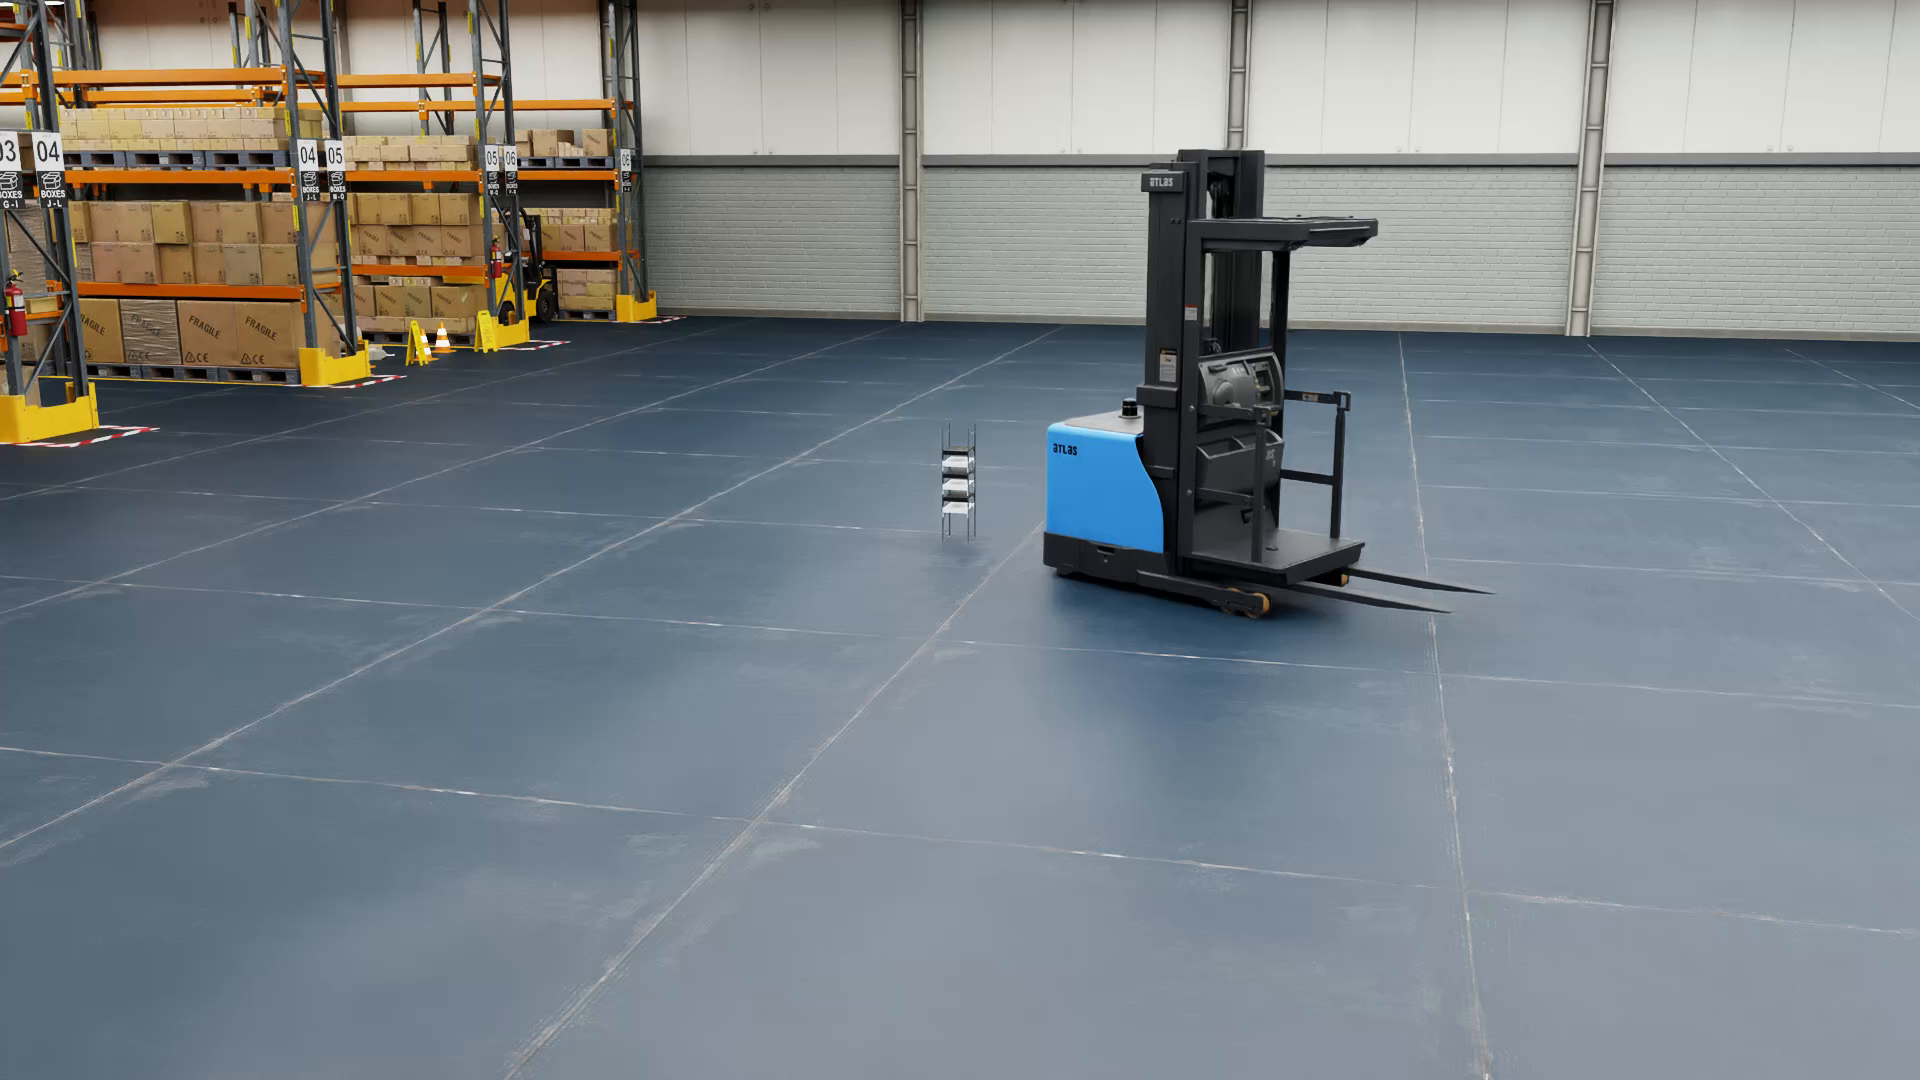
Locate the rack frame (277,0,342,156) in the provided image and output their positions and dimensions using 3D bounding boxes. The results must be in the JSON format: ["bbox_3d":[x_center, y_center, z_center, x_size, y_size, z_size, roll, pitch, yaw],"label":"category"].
[{"bbox_3d":[-8.542,-6.575,21.766,0.127,3.000,1.000,3,13,14],"label":"rack frame"}]

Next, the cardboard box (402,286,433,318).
[{"bbox_3d":[-8.802,-3.934,27.362,0.500,0.500,0.500,4,13,16],"label":"cardboard box"}]

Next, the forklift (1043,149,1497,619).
[{"bbox_3d":[2.024,-1.056,10.899,3.031,2.935,1.130,11,17,41],"label":"forklift"}]

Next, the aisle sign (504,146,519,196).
[{"bbox_3d":[-7.320,-6.023,27.129,0.004,0.787,0.394,3,13,14],"label":"aisle sign"}]

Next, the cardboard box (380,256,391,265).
[{"bbox_3d":[-9.348,-4.627,27.419,0.250,0.149,0.380,3,13,14],"label":"cardboard box"}]

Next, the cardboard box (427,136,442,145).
[{"bbox_3d":[-8.347,-6.409,26.686,0.250,0.149,0.380,3,13,13],"label":"cardboard box"}]

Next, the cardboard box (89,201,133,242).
[{"bbox_3d":[-11.514,-4.423,23.081,0.550,0.550,0.875,3,13,14],"label":"cardboard box"}]

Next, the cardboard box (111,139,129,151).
[{"bbox_3d":[-11.166,-5.306,22.354,0.250,0.149,0.380,3,13,13],"label":"cardboard box"}]

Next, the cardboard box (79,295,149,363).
[{"bbox_3d":[-11.832,-2.974,23.323,0.875,0.875,0.875,3,13,14],"label":"cardboard box"}]

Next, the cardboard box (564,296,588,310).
[{"bbox_3d":[-7.281,-4.585,32.025,0.500,0.250,0.500,3,13,14],"label":"cardboard box"}]

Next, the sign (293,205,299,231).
[{"bbox_3d":[-8.686,-4.213,21.754,0.005,0.325,0.100,3,13,14],"label":"sign"}]

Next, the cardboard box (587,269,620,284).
[{"bbox_3d":[-6.791,-5.045,31.793,0.500,0.250,0.500,4,13,15],"label":"cardboard box"}]

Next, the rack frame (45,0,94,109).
[{"bbox_3d":[-15.222,-8.036,28.353,0.127,3.000,1.000,3,13,14],"label":"rack frame"}]

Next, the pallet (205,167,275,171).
[{"bbox_3d":[-11.912,-6.327,28.008,1.003,0.211,1.213,3,13,14],"label":"pallet"}]

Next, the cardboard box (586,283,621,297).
[{"bbox_3d":[-6.816,-4.802,31.853,0.500,0.250,0.500,3,13,13],"label":"cardboard box"}]

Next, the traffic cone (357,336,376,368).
[{"bbox_3d":[-8.718,-2.734,24.161,0.334,0.463,0.336,3,13,14],"label":"traffic cone"}]

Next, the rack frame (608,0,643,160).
[{"bbox_3d":[-6.269,-8.665,31.187,0.127,3.000,1.000,3,13,14],"label":"rack frame"}]

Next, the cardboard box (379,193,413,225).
[{"bbox_3d":[-9.012,-5.388,27.040,0.500,0.500,0.700,3,13,13],"label":"cardboard box"}]

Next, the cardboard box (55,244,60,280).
[{"bbox_3d":[-12.872,-3.986,23.719,0.500,0.500,0.500,3,13,14],"label":"cardboard box"}]

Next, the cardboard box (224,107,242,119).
[{"bbox_3d":[-9.442,-5.604,21.853,0.250,0.149,0.380,3,13,14],"label":"cardboard box"}]

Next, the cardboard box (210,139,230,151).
[{"bbox_3d":[-9.686,-5.227,21.997,0.250,0.149,0.380,3,13,14],"label":"cardboard box"}]

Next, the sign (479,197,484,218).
[{"bbox_3d":[-7.607,-5.296,26.450,0.005,0.325,0.100,3,13,14],"label":"sign"}]

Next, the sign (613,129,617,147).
[{"bbox_3d":[-6.412,-7.481,30.914,0.005,0.325,0.100,3,13,14],"label":"sign"}]

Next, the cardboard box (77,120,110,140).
[{"bbox_3d":[-11.528,-5.534,22.458,0.500,0.250,0.500,3,13,13],"label":"cardboard box"}]

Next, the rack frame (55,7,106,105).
[{"bbox_3d":[-17.919,-9.288,33.994,0.127,3.000,1.000,3,13,14],"label":"rack frame"}]

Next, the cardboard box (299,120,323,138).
[{"bbox_3d":[-8.949,-5.515,22.375,0.500,0.250,0.500,3,13,13],"label":"cardboard box"}]

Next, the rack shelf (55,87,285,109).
[{"bbox_3d":[-13.280,-7.386,28.006,4.000,0.370,1.077,3,13,14],"label":"rack shelf"}]

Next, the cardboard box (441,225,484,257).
[{"bbox_3d":[-8.047,-4.856,26.954,0.500,0.500,0.500,3,13,13],"label":"cardboard box"}]

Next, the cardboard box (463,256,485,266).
[{"bbox_3d":[-7.869,-4.544,27.043,0.250,0.149,0.380,4,13,15],"label":"cardboard box"}]

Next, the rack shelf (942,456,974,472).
[{"bbox_3d":[-0.008,-0.583,12.781,0.200,0.077,0.258,3,13,14],"label":"rack shelf"}]

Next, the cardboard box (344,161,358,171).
[{"bbox_3d":[-9.864,-6.088,27.079,0.250,0.149,0.380,3,13,12],"label":"cardboard box"}]

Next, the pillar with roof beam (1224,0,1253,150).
[{"bbox_3d":[3.890,-7.363,25.317,0.400,9.000,9.100,3,13,14],"label":"pillar with roof beam"}]

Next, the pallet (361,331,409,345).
[{"bbox_3d":[-9.489,-3.448,27.962,1.213,0.211,1.003,3,13,14],"label":"pallet"}]

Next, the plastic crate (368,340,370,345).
[{"bbox_3d":[-10.010,-3.220,27.239,0.583,0.080,0.402,-1,13,-6],"label":"plastic crate"}]

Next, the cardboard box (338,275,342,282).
[{"bbox_3d":[-10.224,-4.312,27.569,0.250,0.149,0.380,4,13,16],"label":"cardboard box"}]

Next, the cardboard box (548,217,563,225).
[{"bbox_3d":[-7.674,-6.113,31.808,0.250,0.149,0.380,3,13,12],"label":"cardboard box"}]

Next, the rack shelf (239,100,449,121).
[{"bbox_3d":[-12.094,-8.430,32.712,4.000,0.370,1.077,3,13,14],"label":"rack shelf"}]

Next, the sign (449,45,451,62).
[{"bbox_3d":[-9.996,-9.521,32.525,0.005,0.325,0.100,3,13,14],"label":"sign"}]

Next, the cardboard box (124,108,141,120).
[{"bbox_3d":[-10.918,-5.682,22.208,0.250,0.149,0.380,3,13,13],"label":"cardboard box"}]

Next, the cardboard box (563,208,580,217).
[{"bbox_3d":[-7.398,-6.264,31.800,0.250,0.149,0.380,3,13,14],"label":"cardboard box"}]

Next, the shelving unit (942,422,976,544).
[{"bbox_3d":[-0.008,-0.440,12.812,0.210,0.900,0.258,3,13,14],"label":"shelving unit"}]

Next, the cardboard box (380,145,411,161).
[{"bbox_3d":[-9.009,-6.251,26.890,0.500,0.250,0.500,3,13,15],"label":"cardboard box"}]

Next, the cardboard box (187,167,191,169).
[{"bbox_3d":[-15.566,-7.570,33.523,0.500,0.250,0.500,3,13,14],"label":"cardboard box"}]

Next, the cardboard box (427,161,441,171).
[{"bbox_3d":[-8.367,-6.021,26.774,0.250,0.149,0.380,3,13,15],"label":"cardboard box"}]

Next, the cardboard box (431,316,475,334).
[{"bbox_3d":[-8.327,-3.541,27.323,0.500,0.250,0.500,3,13,13],"label":"cardboard box"}]

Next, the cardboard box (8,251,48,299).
[{"bbox_3d":[-10.356,-2.837,17.850,0.500,0.500,0.875,3,13,14],"label":"cardboard box"}]

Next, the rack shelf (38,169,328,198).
[{"bbox_3d":[-10.484,-4.863,22.637,4.000,0.370,1.077,3,13,14],"label":"rack shelf"}]

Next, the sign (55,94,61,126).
[{"bbox_3d":[-9.699,-4.613,17.833,0.005,0.325,0.100,3,13,14],"label":"sign"}]

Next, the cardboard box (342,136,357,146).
[{"bbox_3d":[-9.833,-6.490,27.047,0.250,0.149,0.380,3,13,13],"label":"cardboard box"}]

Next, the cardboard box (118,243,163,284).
[{"bbox_3d":[-11.029,-3.834,22.915,0.550,0.550,0.875,3,13,14],"label":"cardboard box"}]

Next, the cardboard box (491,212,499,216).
[{"bbox_3d":[-8.905,-6.327,32.084,0.250,0.149,0.380,3,13,13],"label":"cardboard box"}]

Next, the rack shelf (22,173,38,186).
[{"bbox_3d":[-11.771,-3.825,17.959,4.000,0.370,1.077,3,13,14],"label":"rack shelf"}]

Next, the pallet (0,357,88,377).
[{"bbox_3d":[-13.193,-2.516,23.763,1.213,0.211,1.003,3,13,14],"label":"pallet"}]

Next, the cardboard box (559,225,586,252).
[{"bbox_3d":[-7.311,-5.784,31.823,0.500,0.500,0.500,3,13,15],"label":"cardboard box"}]

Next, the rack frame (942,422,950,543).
[{"bbox_3d":[-0.107,-0.445,12.836,0.006,0.900,0.240,3,13,14],"label":"rack frame"}]

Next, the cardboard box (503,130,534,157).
[{"bbox_3d":[-8.286,-7.589,31.825,0.637,0.503,0.797,3,13,15],"label":"cardboard box"}]
